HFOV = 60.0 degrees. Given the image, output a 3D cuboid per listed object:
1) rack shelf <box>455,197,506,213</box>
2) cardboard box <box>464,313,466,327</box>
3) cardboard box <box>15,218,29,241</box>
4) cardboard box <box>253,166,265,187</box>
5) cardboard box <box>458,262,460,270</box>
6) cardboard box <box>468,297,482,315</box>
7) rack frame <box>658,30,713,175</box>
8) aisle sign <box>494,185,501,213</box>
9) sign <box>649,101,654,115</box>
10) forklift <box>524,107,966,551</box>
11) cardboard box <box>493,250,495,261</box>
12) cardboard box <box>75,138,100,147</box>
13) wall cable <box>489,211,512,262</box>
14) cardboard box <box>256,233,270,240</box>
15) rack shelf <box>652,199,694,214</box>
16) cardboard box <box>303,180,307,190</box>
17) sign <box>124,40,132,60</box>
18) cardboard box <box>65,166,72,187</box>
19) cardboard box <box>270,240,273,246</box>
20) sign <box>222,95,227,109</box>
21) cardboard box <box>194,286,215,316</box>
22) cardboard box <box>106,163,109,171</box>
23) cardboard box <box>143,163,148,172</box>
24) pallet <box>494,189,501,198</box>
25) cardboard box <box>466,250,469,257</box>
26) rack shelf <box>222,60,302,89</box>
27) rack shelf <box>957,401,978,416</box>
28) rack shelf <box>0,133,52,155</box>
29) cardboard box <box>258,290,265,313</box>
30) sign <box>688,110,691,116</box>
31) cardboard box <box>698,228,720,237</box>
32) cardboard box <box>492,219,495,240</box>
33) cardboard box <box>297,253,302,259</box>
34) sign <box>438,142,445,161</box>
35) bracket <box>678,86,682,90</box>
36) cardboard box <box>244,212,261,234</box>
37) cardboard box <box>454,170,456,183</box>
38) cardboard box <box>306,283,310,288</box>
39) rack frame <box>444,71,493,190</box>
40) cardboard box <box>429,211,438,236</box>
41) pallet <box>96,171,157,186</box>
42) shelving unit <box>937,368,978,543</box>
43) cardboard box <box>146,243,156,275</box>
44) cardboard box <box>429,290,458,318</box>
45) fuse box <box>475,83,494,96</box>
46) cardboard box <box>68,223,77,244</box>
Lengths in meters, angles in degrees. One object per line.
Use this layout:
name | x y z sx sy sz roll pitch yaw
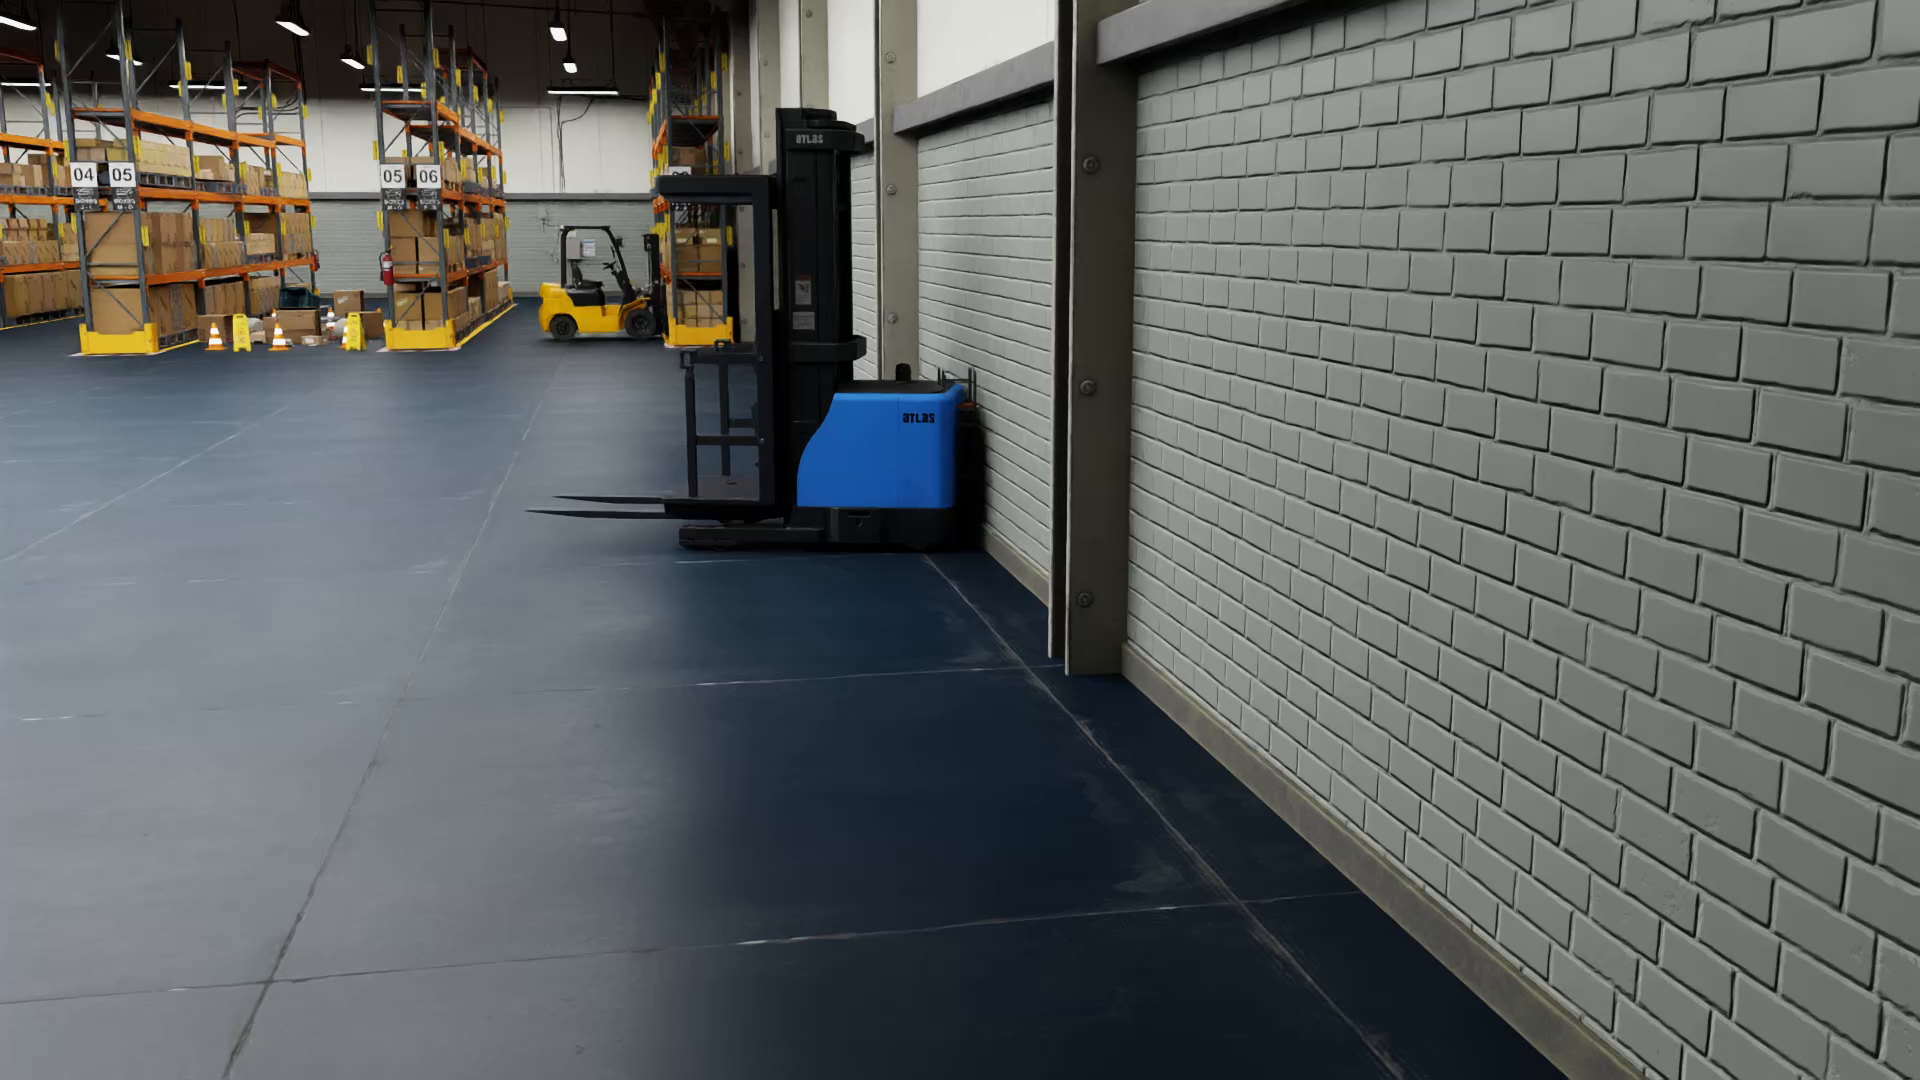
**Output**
rack shelf | -12.365 -8.595 42.735 1.077 0.370 4.000 -2 11 -11
cardboard box | -9.928 -4.301 32.500 0.500 0.250 0.500 -2 11 -13
cardboard box | -21.306 -6.933 37.151 0.797 0.503 0.637 -2 11 -9
cardboard box | -16.846 -8.565 39.263 0.700 0.500 0.500 -2 11 -11
cardboard box | -9.858 -5.284 32.106 0.380 0.149 0.250 -2 11 -12
cardboard box | -11.098 -5.186 36.827 0.950 0.372 0.625 -3 11 -15
rack frame | -5.552 -8.769 33.703 1.000 3.000 0.127 -2 11 -11
aisle sign | -12.464 -9.144 44.761 0.394 0.787 0.004 -2 11 -11
sign | -7.644 -10.718 41.231 0.100 0.325 0.005 -2 11 -11
forklift | -1.505 -1.465 11.555 3.031 2.935 1.130 1 11 5
cardboard box | -11.641 -6.962 40.651 0.500 0.250 0.500 -2 11 -12
cardboard box | -14.876 -6.756 28.294 0.380 0.149 0.250 -2 11 -10
wall cable | -13.874 -9.390 50.207 0.585 1.953 0.123 -2 11 -11
cardboard box | -16.441 -7.122 39.049 0.380 0.149 0.250 -2 11 -13
rack shelf | -7.497 -8.777 43.687 1.077 0.370 4.000 -2 11 -11
cardboard box | -17.251 -9.214 43.124 0.500 0.250 0.500 -2 11 -13
sign | -13.932 -8.212 27.852 0.100 0.325 0.005 -2 11 -11
cardboard box | -21.971 -8.867 40.582 0.700 0.500 0.500 -2 11 -9
cardboard box | -16.488 -7.025 39.335 0.380 0.149 0.250 -2 11 -11
sign | -17.348 -10.338 39.236 0.100 0.325 0.005 -2 11 -11
cardboard box | -15.465 -4.654 33.021 1.050 0.750 0.750 -2 11 -11
cardboard box | -14.974 -6.456 28.855 0.380 0.149 0.250 -2 11 -10
cardboard box | -14.280 -6.436 28.746 0.380 0.149 0.250 -2 11 -10
pallet | -12.359 -8.912 42.712 1.003 0.211 1.213 -2 11 -11
cardboard box | -10.218 -5.837 33.889 0.380 0.149 0.250 -2 11 -10
rack shelf | -17.201 -11.503 41.101 1.077 0.370 4.000 -2 11 -11
rack shelf | -0.021 -0.896 11.503 0.258 0.103 0.180 -2 11 -10
rack shelf | -21.308 -8.778 36.744 1.077 0.370 4.000 -2 11 -11
cardboard box | -16.022 -5.386 37.532 0.500 0.500 0.500 -2 11 -10
sign | -7.337 -11.523 45.251 0.100 0.325 0.005 -2 11 -11
cardboard box | -4.630 -5.672 30.676 0.380 0.149 0.250 -2 11 -12
cardboard box | -11.643 -7.576 40.536 0.500 0.500 0.500 -2 11 -9
cardboard box | -17.079 -7.283 42.609 0.380 0.149 0.250 -3 11 -14
sign | -9.110 -6.830 29.199 0.100 0.325 0.005 -2 11 -11
bracket | -8.416 -13.764 50.316 0.235 0.232 0.430 -2 11 -11
cardboard box | -17.169 -7.673 40.249 0.500 0.500 0.500 -3 11 -13
cardboard box | -9.886 -6.929 31.663 0.500 0.250 0.500 -2 11 -12
cardboard box | -17.238 -6.654 43.542 0.380 0.149 0.250 -2 11 -10
rack frame | -11.976 -10.055 40.460 1.000 3.000 0.127 -2 11 -11
cardboard box | -10.208 -5.959 31.246 0.700 0.500 0.500 -2 11 -11
pallet | -14.632 -6.275 28.855 1.003 0.211 1.213 -2 11 -11
shelving unit | -0.020 -0.586 11.563 0.258 1.200 0.189 -2 11 -10
cardboard box | -14.723 -4.949 29.275 0.875 0.550 0.550 -2 11 -11
cardboard box | -9.639 -4.390 30.961 0.500 0.500 0.500 -3 11 -13
fuse box | -14.117 -13.380 49.370 0.513 0.334 0.176 -2 11 -11
cardboard box | -21.627 -7.377 40.030 0.500 0.500 0.500 -2 11 -11
